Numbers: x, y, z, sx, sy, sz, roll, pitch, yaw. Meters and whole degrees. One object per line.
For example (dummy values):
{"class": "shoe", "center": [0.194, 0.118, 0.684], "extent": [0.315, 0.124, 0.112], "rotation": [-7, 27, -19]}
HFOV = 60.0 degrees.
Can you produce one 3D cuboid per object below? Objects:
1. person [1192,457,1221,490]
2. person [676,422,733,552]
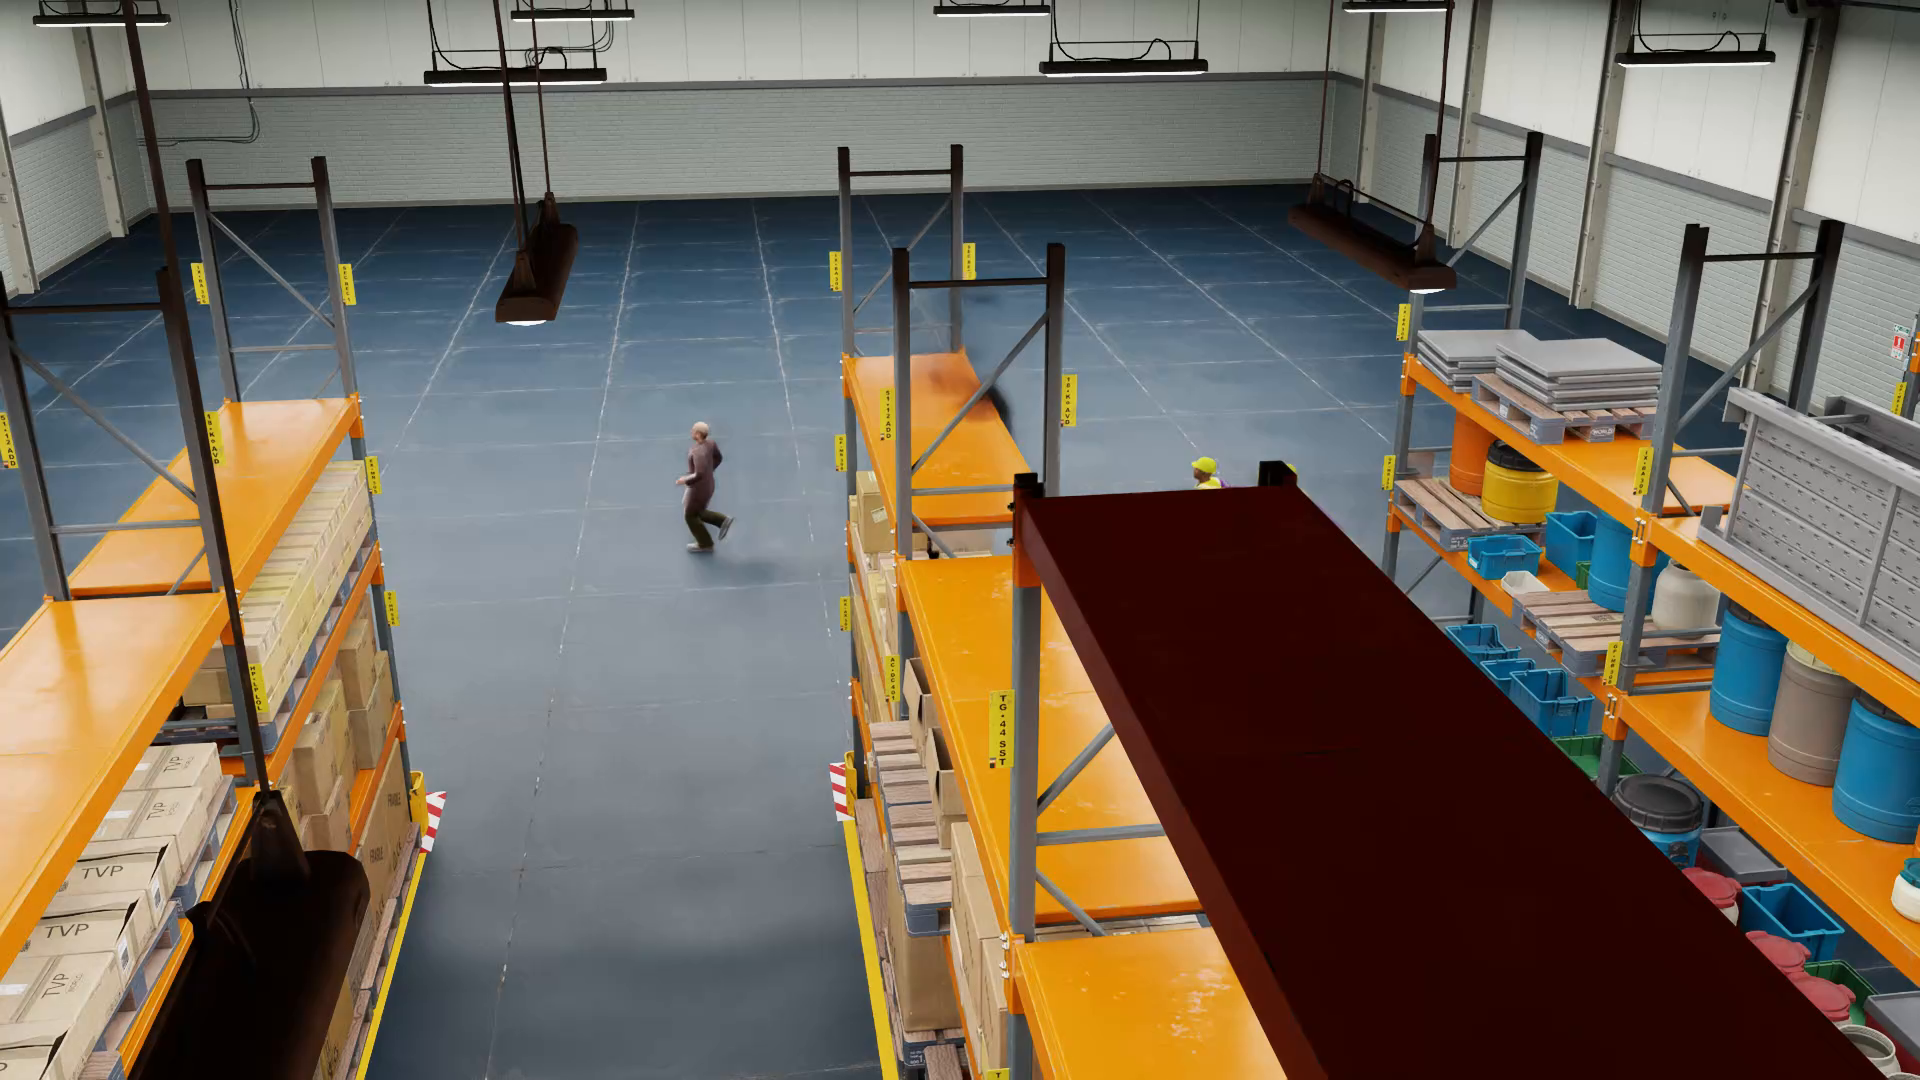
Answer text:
{"class": "person", "center": [2.865, -0.163, 19.485], "extent": [0.747, 1.686, 0.688], "rotation": [7, 23, 17]}
{"class": "person", "center": [-3.228, -0.659, 20.965], "extent": [0.640, 1.727, 0.671], "rotation": [4, 22, 10]}
